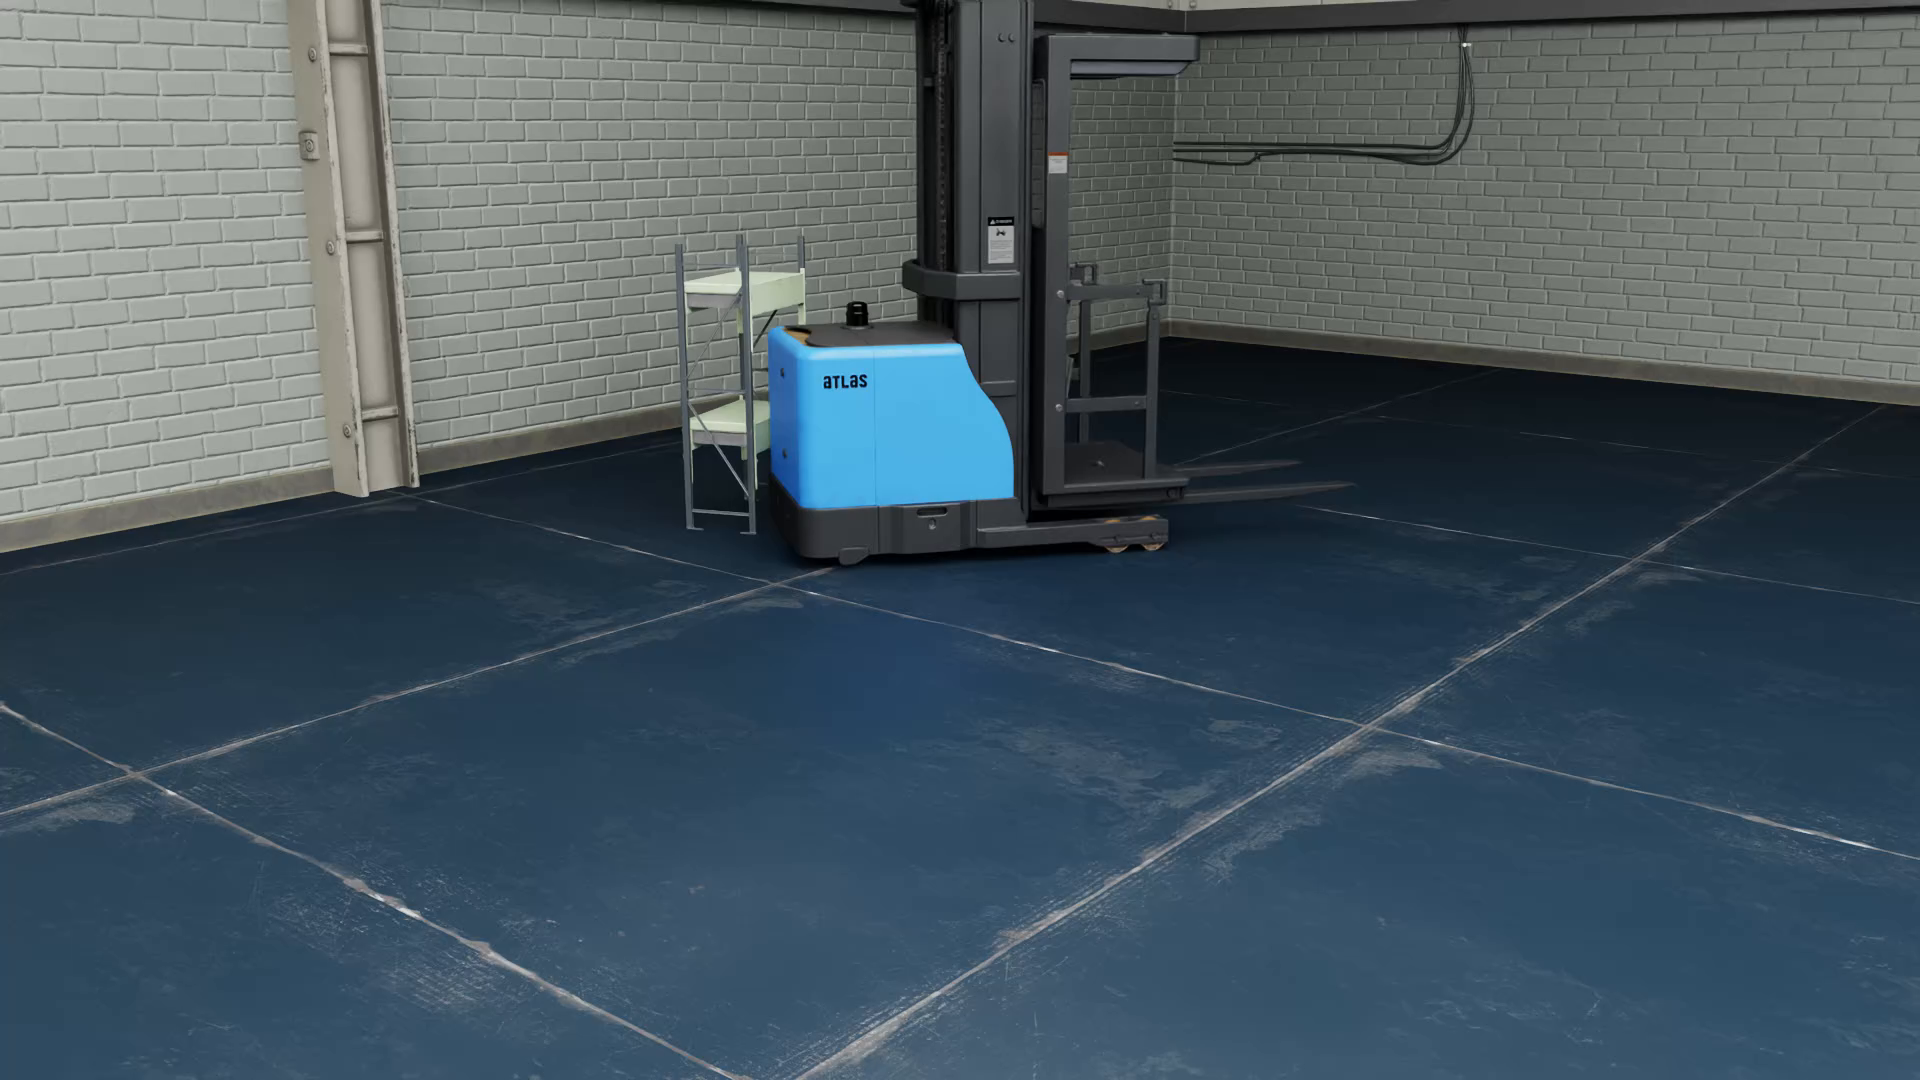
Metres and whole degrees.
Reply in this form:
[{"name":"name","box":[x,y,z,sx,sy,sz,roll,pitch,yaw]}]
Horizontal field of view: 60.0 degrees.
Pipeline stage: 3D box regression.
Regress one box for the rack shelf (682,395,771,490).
[{"name":"rack shelf","box":[-1.150,-0.541,9.029,0.431,0.370,0.720,4,15,17]}]

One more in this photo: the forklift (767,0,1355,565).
[{"name":"forklift","box":[0.563,-1.480,8.495,3.031,2.935,1.130,-4,15,-15]}]

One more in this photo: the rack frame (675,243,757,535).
[{"name":"rack frame","box":[-1.260,-0.771,8.611,0.400,1.500,0.023,4,15,17]}]

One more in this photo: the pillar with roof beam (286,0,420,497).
[{"name":"pillar with roof beam","box":[-0.101,-4.002,6.099,9.100,9.000,0.400,11,18,38]}]

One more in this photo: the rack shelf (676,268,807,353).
[{"name":"rack shelf","box":[-1.150,-1.235,8.853,0.431,0.370,0.720,4,15,17]}]

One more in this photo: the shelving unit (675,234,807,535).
[{"name":"shelving unit","box":[-1.150,-0.857,8.949,0.431,1.500,0.755,4,15,17]}]

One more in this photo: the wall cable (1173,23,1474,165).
[{"name":"wall cable","box":[3.202,-4.672,15.042,3.097,2.526,0.112,11,18,38]}]

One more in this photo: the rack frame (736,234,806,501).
[{"name":"rack frame","box":[-1.041,-0.943,9.287,0.400,1.500,0.023,4,15,17]}]
